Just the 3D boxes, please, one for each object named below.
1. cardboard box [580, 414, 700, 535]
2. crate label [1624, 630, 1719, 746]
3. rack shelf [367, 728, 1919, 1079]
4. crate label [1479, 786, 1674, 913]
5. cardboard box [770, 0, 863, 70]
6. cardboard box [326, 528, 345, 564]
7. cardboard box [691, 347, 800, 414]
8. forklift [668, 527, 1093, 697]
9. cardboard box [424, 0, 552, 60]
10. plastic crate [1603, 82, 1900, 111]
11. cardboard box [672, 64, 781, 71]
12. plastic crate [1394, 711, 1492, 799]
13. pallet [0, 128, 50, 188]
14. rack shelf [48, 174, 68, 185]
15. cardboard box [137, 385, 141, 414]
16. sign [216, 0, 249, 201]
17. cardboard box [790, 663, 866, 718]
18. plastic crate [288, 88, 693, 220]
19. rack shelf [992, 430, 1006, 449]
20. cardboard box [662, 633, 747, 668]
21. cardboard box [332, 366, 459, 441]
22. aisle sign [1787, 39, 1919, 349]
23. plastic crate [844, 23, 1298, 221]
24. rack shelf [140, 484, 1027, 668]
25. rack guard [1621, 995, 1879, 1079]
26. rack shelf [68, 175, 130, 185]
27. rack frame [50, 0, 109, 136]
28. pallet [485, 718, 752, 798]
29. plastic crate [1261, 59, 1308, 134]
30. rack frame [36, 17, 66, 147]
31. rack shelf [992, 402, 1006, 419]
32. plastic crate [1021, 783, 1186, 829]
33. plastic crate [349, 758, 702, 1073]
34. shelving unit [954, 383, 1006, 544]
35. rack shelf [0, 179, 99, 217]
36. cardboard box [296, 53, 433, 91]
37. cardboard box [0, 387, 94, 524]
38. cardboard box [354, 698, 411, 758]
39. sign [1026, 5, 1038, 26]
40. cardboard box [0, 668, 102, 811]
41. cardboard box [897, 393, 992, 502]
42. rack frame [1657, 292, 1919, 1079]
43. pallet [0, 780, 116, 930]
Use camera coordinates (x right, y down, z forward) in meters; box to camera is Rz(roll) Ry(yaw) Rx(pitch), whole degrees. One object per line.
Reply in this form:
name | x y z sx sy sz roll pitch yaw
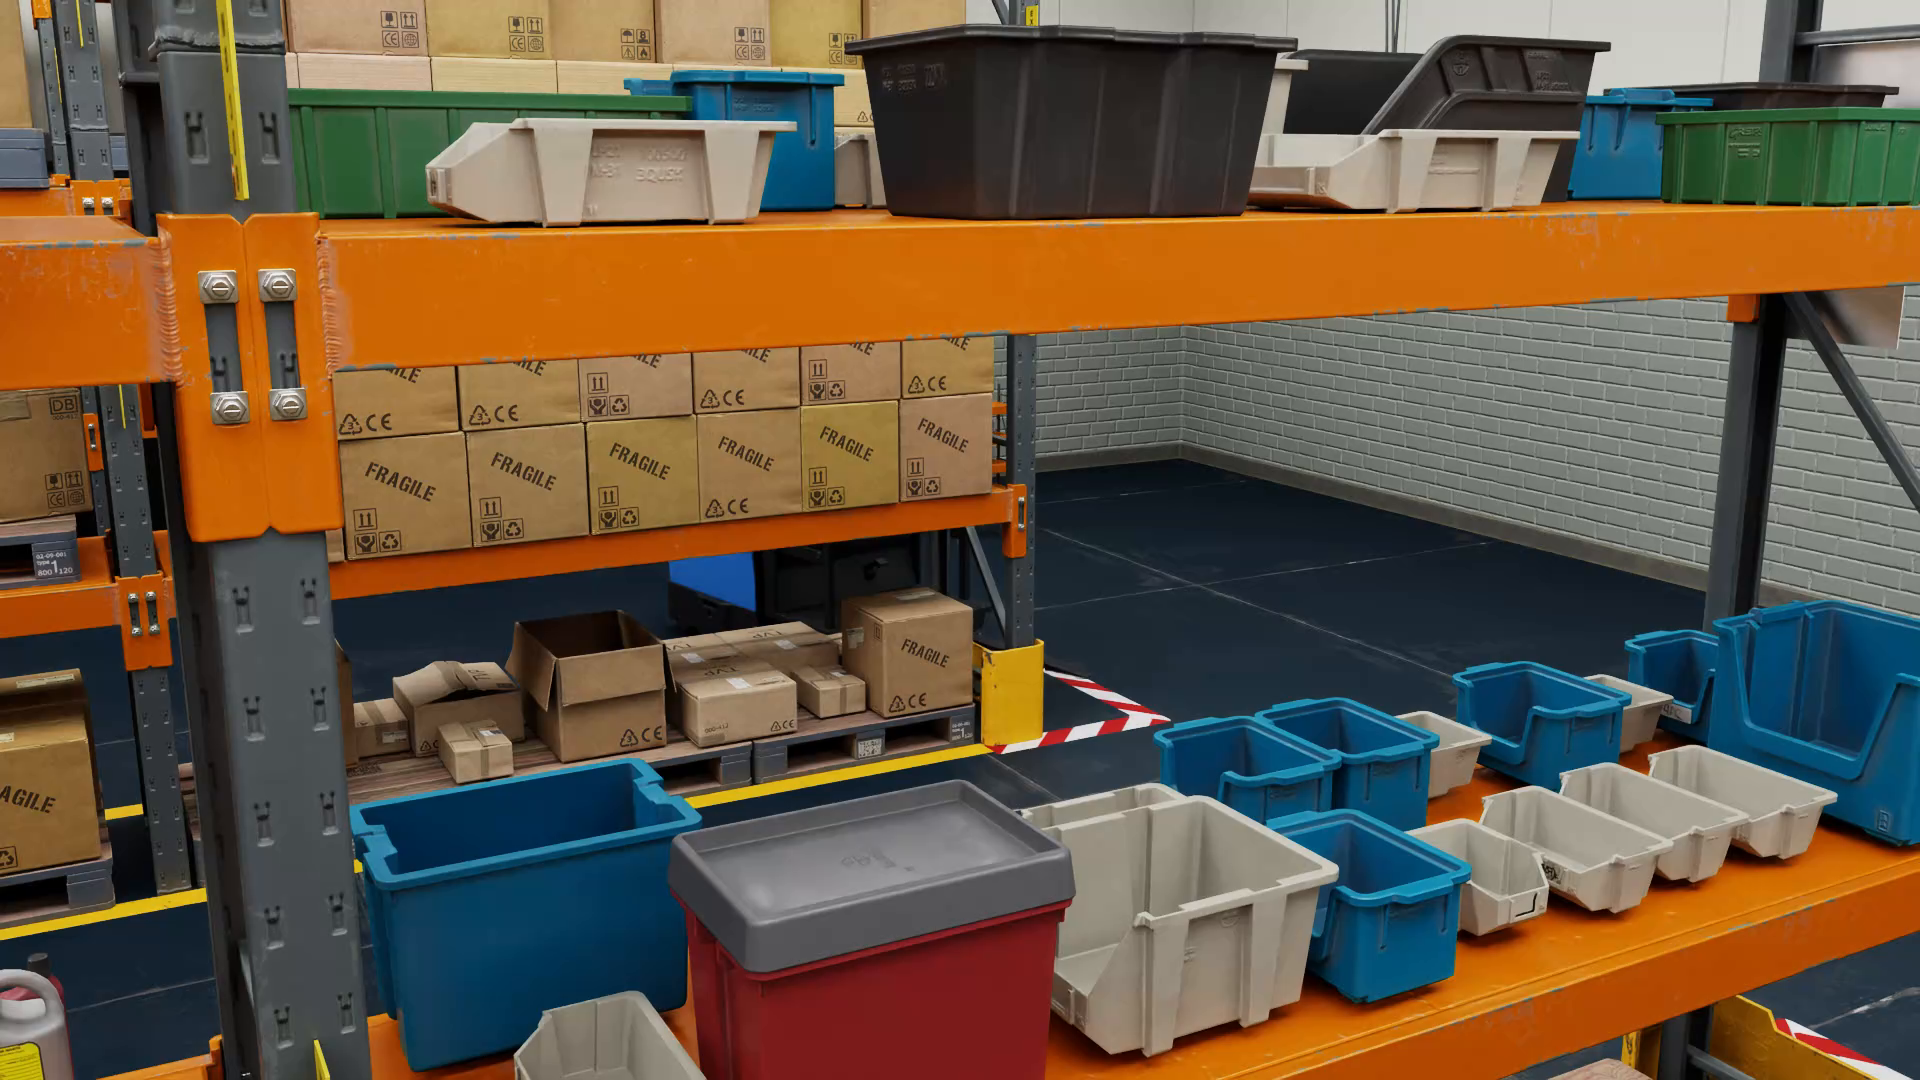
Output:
cardboard box | -1.511 -0.337 7.548 0.500 0.500 0.500 -7 14 -29
crate label | 2.084 0.422 4.646 0.303 0.233 0.416 -7 14 -28
rack shelf | 0.703 0.969 3.611 4.000 0.370 1.077 -7 14 -28
crate label | 1.335 0.689 3.679 0.243 0.136 0.396 -7 14 -28
cardboard box | -0.835 -2.454 7.845 0.500 0.500 0.700 -7 14 -28
cardboard box | -2.845 -0.177 6.835 0.500 0.500 0.500 -6 14 -26
cardboard box | -1.067 -0.876 7.663 0.500 0.500 0.500 -6 14 -26
forklift | -0.522 -0.700 9.544 1.130 2.935 3.031 -11 16 -39
cardboard box | -2.072 -2.264 7.002 0.500 0.500 0.700 -7 14 -28
plastic crate | 1.987 -1.006 4.211 0.590 0.269 0.497 -7 14 -28
cardboard box | -1.120 -1.974 7.420 0.500 0.250 0.500 -7 14 -28
plastic crate | 1.167 0.558 4.260 0.298 0.136 0.250 -7 14 -28
pallet | -4.029 -1.443 6.288 1.003 0.211 1.213 -7 14 -28
rack shelf | -7.555 -1.983 9.896 4.000 0.370 1.077 -7 14 -28
cardboard box | -5.316 -1.281 11.288 0.700 0.700 0.980 -7 14 -27
sign | -0.791 -0.533 1.795 0.005 0.325 0.100 -7 14 -28
cardboard box | -0.670 0.750 8.396 0.250 0.166 0.380 -7 14 -28
plastic crate | -0.826 -0.635 2.748 0.662 0.188 0.450 -7 14 -28
rack shelf | 0.145 -0.755 13.020 0.480 0.148 0.258 -7 14 -28
cardboard box | -1.403 0.687 8.486 0.500 0.250 0.500 -7 14 -28
cardboard box | -2.422 -0.713 6.941 0.500 0.500 0.500 -7 15 -30
aisle sign | 2.379 -0.926 4.470 0.004 0.787 0.394 -7 14 -28
plastic crate | 0.169 -0.649 2.628 0.590 0.269 0.497 -7 14 -28
rack shelf | -1.668 0.014 7.855 4.000 0.370 1.077 -7 14 -28
rack guard | 2.473 1.622 4.764 0.348 0.500 1.175 -7 14 -28
rack shelf | -4.044 -2.404 11.766 4.000 0.370 1.077 -7 14 -28
rack frame | -3.423 -3.054 6.182 0.127 3.000 1.000 -7 14 -28
pallet | -1.748 1.032 8.042 1.213 0.211 1.003 -7 14 -28
plastic crate | 0.365 -0.825 3.379 0.530 0.282 0.437 -7 14 -28
rack frame | -5.800 -4.008 10.422 0.127 3.000 1.000 -7 14 -28
rack shelf | 0.145 -0.986 12.969 0.480 0.148 0.258 -7 14 -28
plastic crate | 0.332 0.686 3.691 0.466 0.136 0.293 -7 14 -28
plastic crate | -0.807 0.692 3.103 0.575 0.384 0.392 -7 14 -28
shelving unit | 0.145 -0.603 13.055 0.503 1.200 0.258 -7 14 -28
rack shelf | -5.178 -1.029 5.656 4.000 0.370 1.077 -7 14 -28
cardboard box | -2.439 -1.817 6.723 0.500 0.250 0.500 -7 14 -28
cardboard box | -3.946 -0.374 6.754 0.700 0.500 0.500 11 17 41
cardboard box | -2.758 0.884 7.842 0.250 0.149 0.380 -7 14 -28
sign | 0.336 -2.334 7.800 0.005 0.325 0.100 -7 14 -28
cardboard box | -3.964 0.882 7.050 0.500 0.500 0.500 -8 15 -30
cardboard box | -0.175 -0.497 8.257 0.500 0.500 0.500 -6 14 -26
rack frame | 2.458 0.407 4.467 0.127 3.000 1.000 -7 14 -28
pallet | -4.119 1.326 6.735 1.213 0.211 1.003 -7 14 -28
